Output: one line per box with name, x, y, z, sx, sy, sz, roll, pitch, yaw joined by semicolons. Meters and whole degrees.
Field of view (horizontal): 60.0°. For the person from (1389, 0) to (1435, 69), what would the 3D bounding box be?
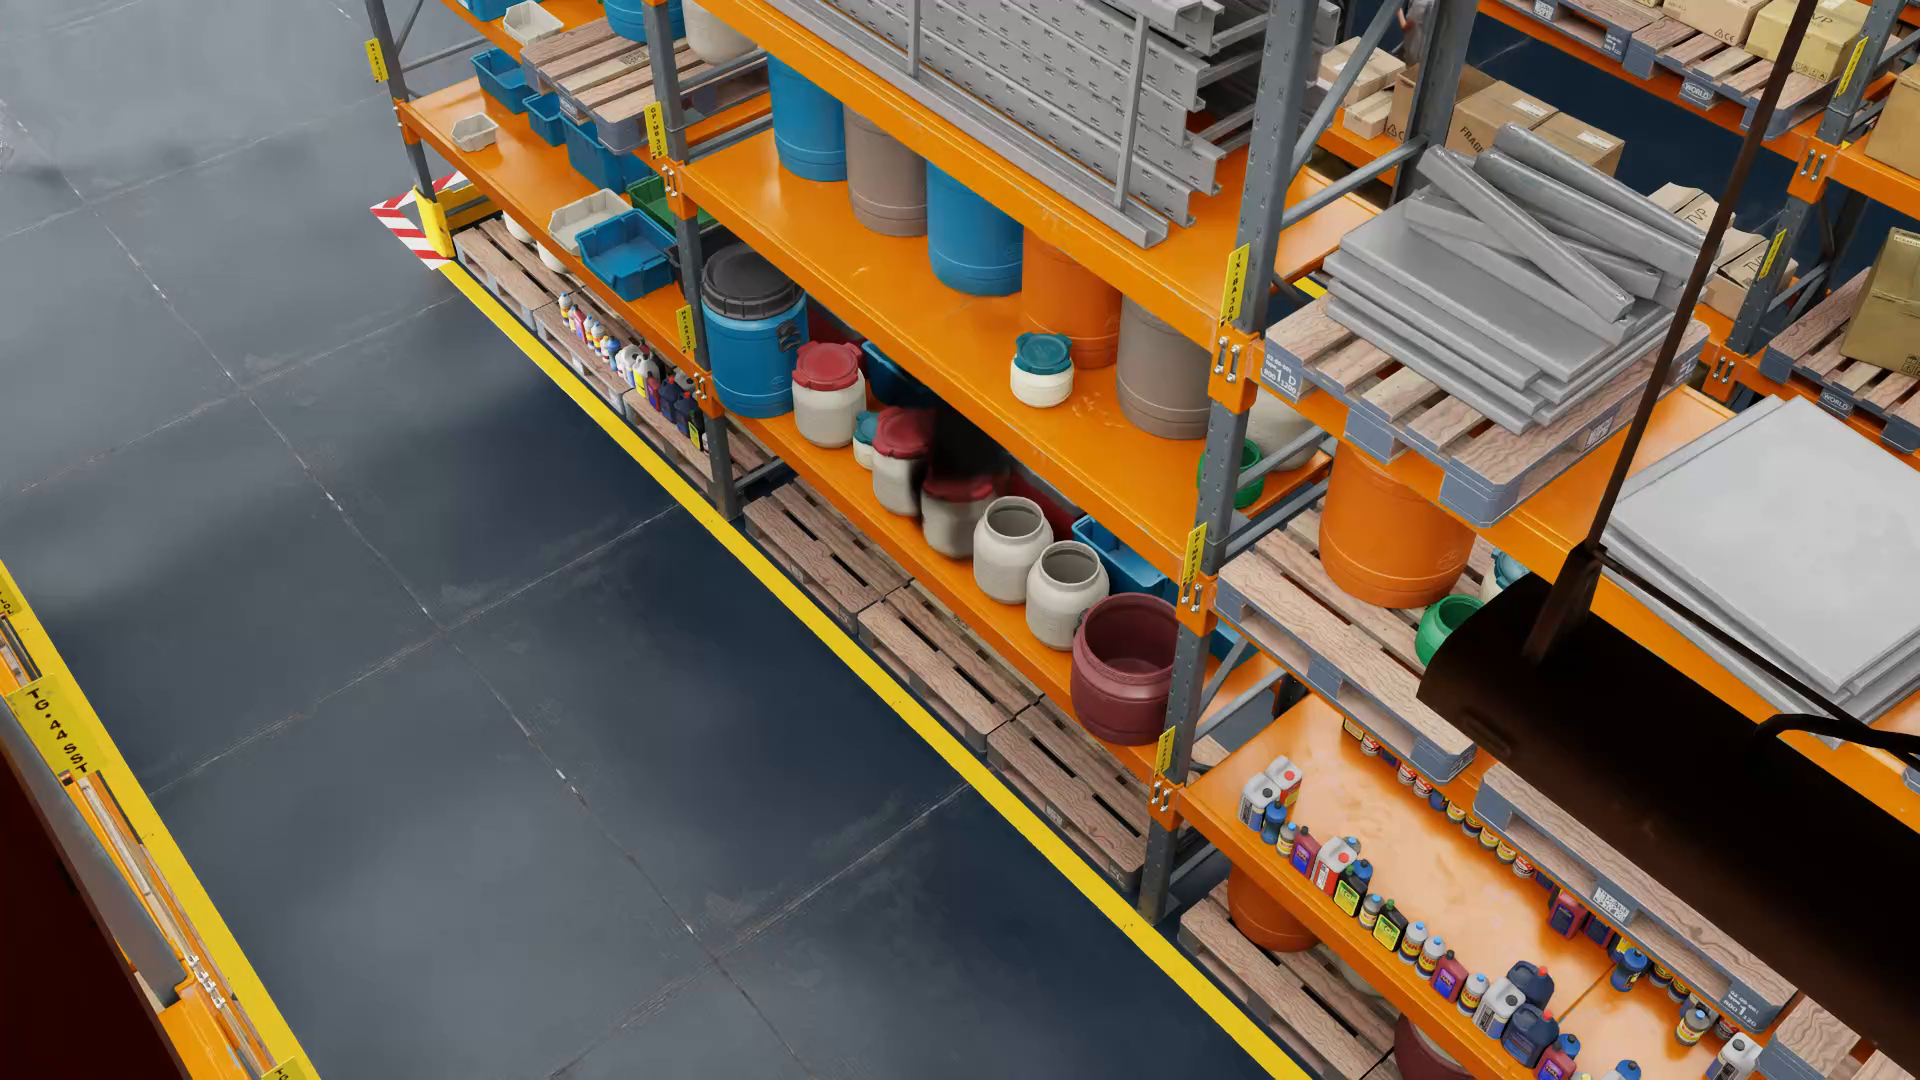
person;3.772;-4.088;13.703;0.613;1.639;0.552;32;54;27
